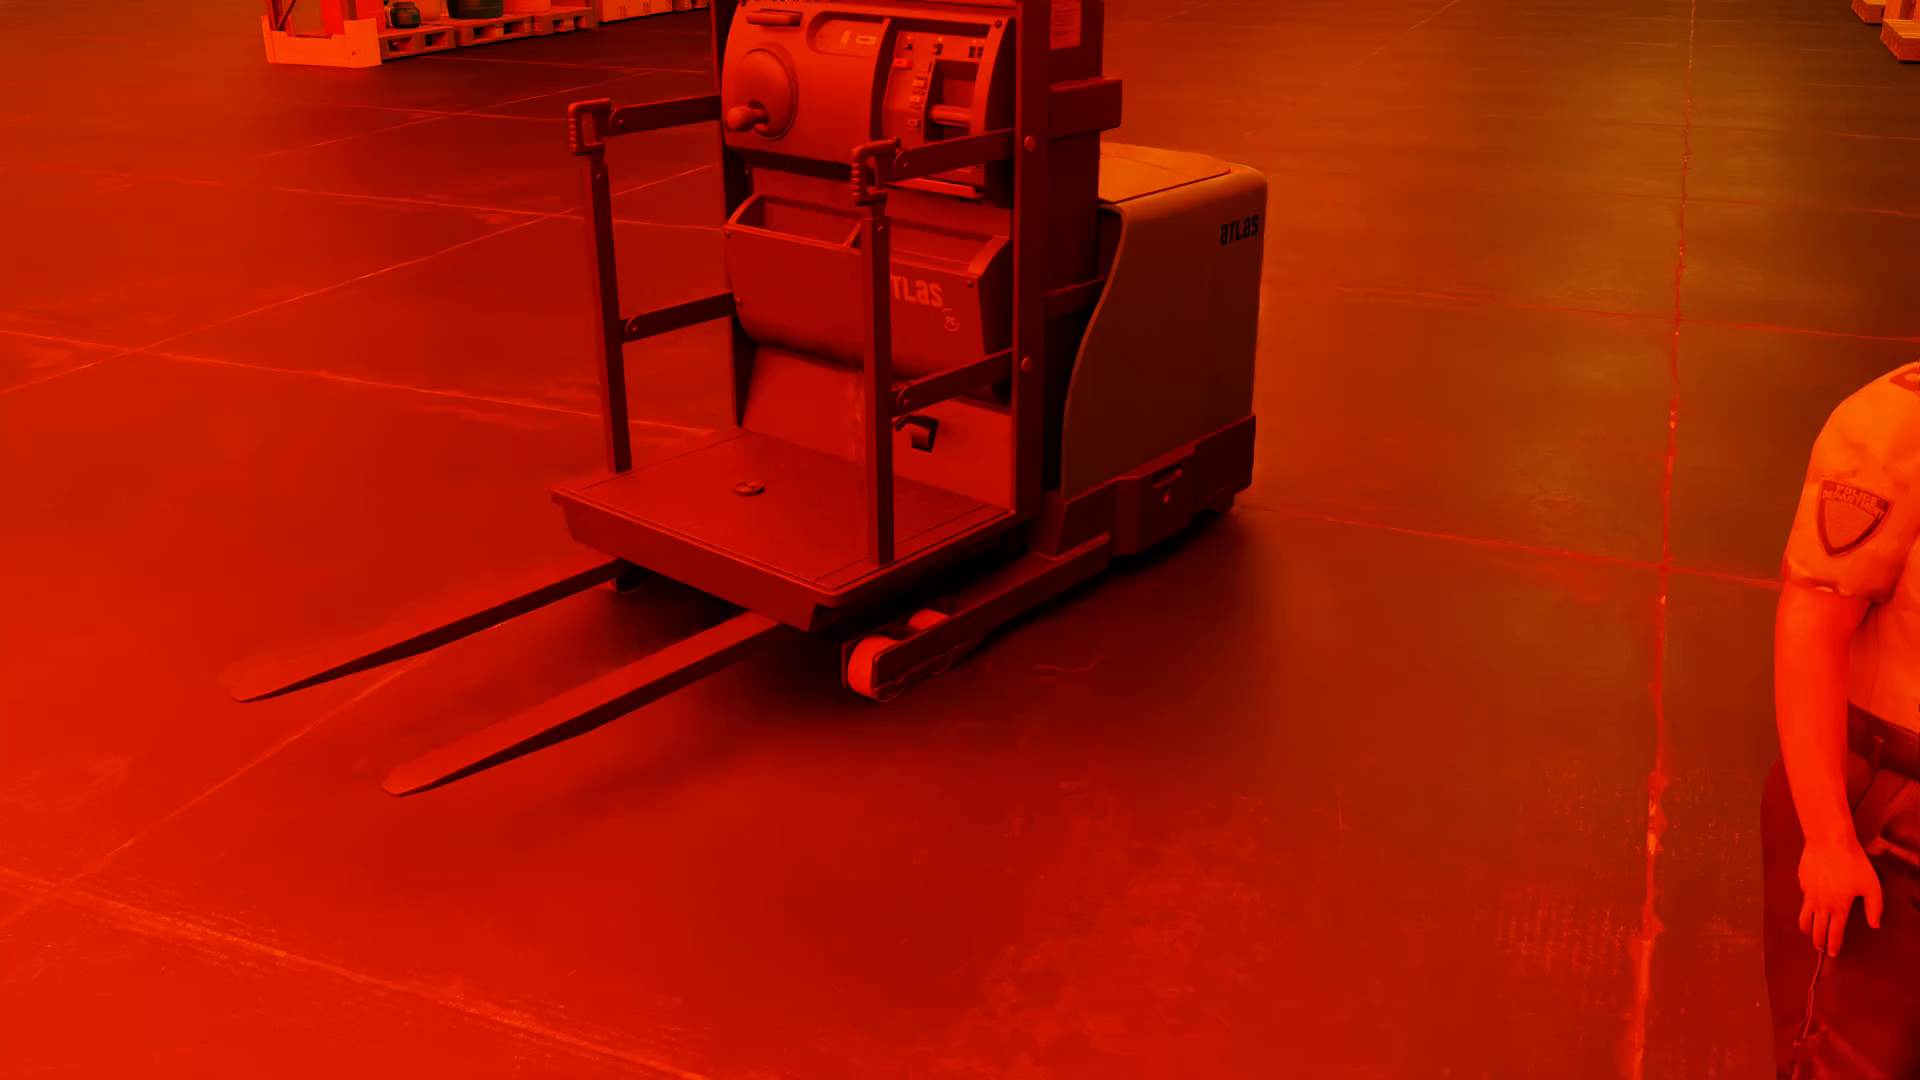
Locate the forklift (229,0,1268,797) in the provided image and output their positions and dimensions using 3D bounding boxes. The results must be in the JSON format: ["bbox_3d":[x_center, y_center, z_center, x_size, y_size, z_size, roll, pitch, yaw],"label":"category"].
[{"bbox_3d":[-0.397,-1.168,4.086,1.130,2.935,3.031,18,29,37],"label":"forklift"}]

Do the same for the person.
[{"bbox_3d":[1.268,0.383,2.048,0.563,1.664,0.462,-9,24,-20],"label":"person"}]
